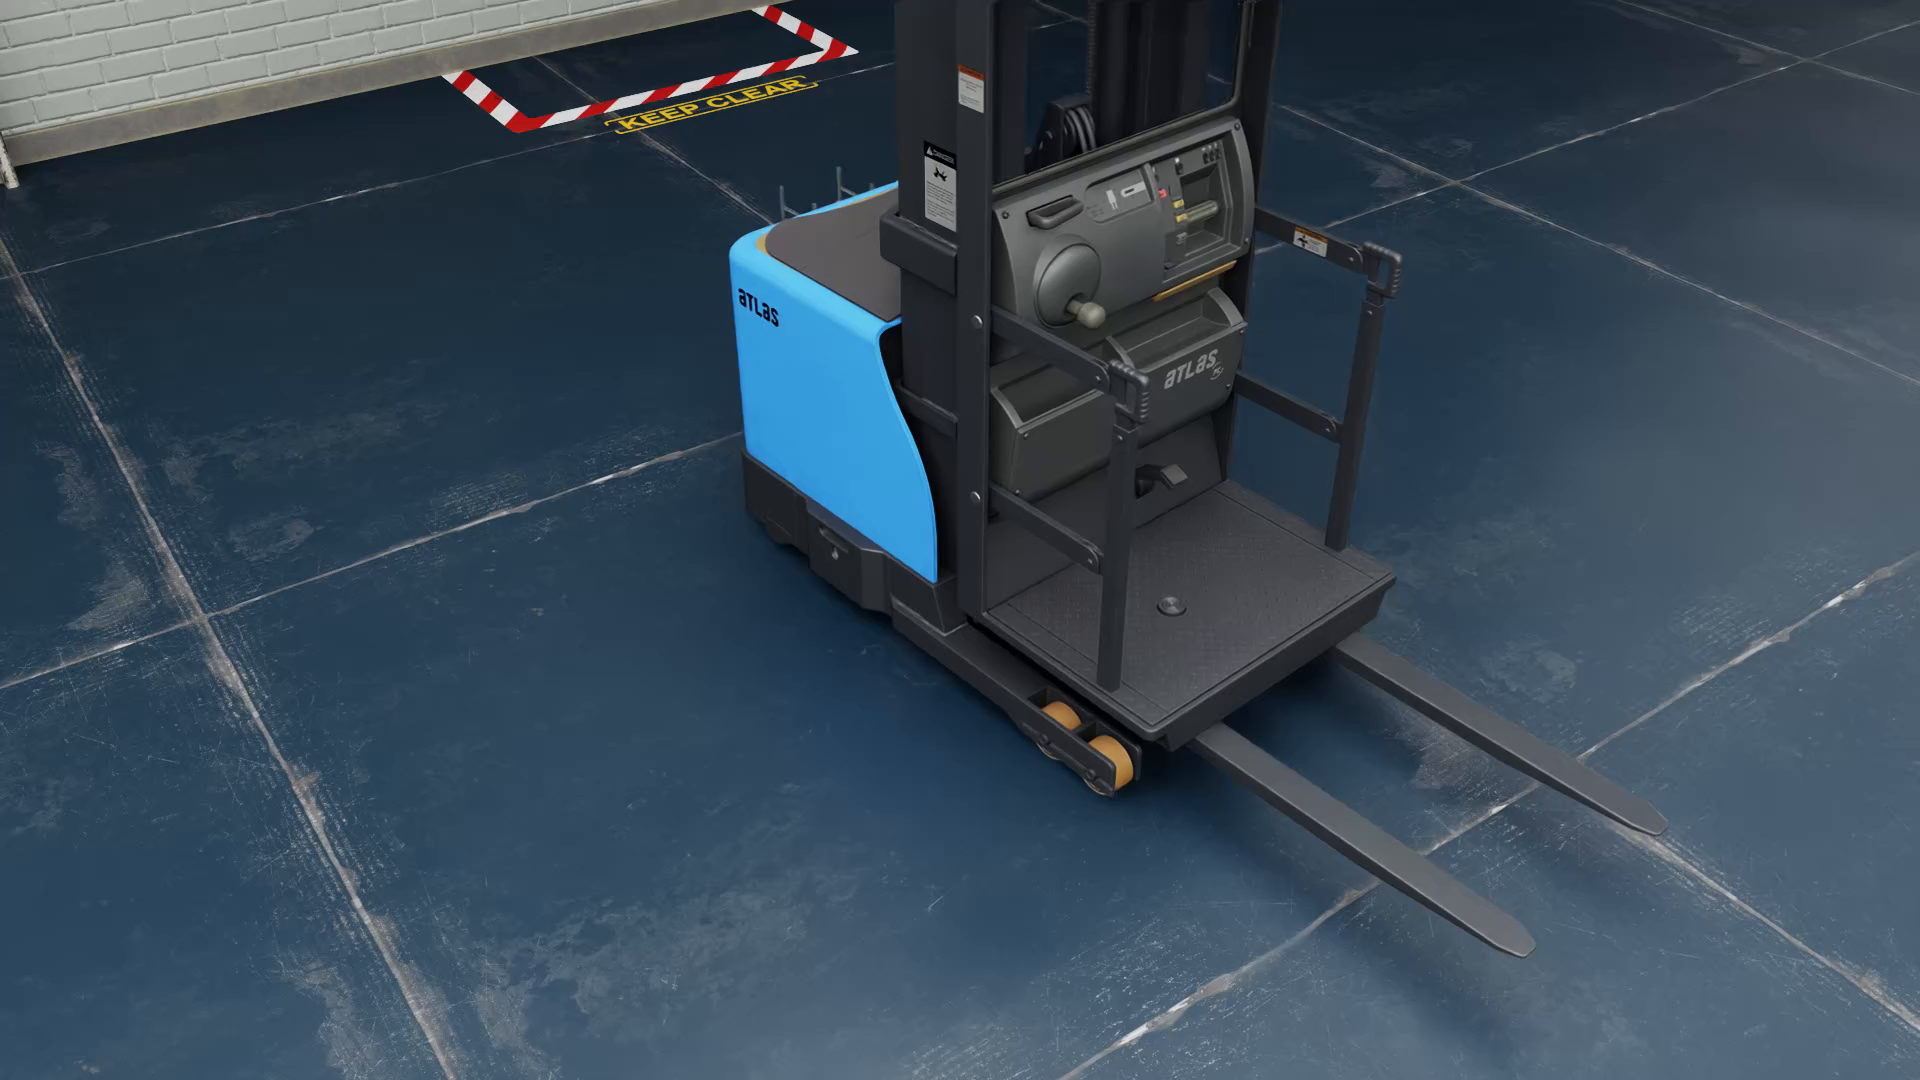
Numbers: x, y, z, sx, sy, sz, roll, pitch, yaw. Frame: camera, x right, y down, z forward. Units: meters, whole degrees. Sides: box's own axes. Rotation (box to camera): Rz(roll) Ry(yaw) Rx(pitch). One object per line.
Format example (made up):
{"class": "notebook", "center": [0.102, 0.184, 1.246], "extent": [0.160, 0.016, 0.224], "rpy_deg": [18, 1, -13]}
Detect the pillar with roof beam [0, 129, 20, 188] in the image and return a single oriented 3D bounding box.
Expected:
{"class": "pillar with roof beam", "center": [-2.387, -3.344, 2.692], "extent": [0.400, 9.000, 9.100], "rpy_deg": [-22, 41, -28]}

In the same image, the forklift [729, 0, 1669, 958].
{"class": "forklift", "center": [0.603, -0.802, 4.355], "extent": [1.130, 2.935, 3.031], "rpy_deg": [-27, 44, -32]}

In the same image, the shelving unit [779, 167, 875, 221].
{"class": "shelving unit", "center": [-0.450, -0.772, 5.924], "extent": [0.252, 1.050, 0.215], "rpy_deg": [-27, 44, -32]}

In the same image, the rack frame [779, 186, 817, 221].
{"class": "rack frame", "center": [-0.541, -0.725, 5.858], "extent": [0.008, 1.050, 0.200], "rpy_deg": [-27, 44, -32]}

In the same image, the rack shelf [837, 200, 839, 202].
{"class": "rack shelf", "center": [-0.450, -0.994, 5.764], "extent": [0.240, 0.259, 0.215], "rpy_deg": [-27, 44, -32]}

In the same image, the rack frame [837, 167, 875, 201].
{"class": "rack frame", "center": [-0.358, -0.819, 5.989], "extent": [0.008, 1.050, 0.200], "rpy_deg": [-27, 44, -32]}
